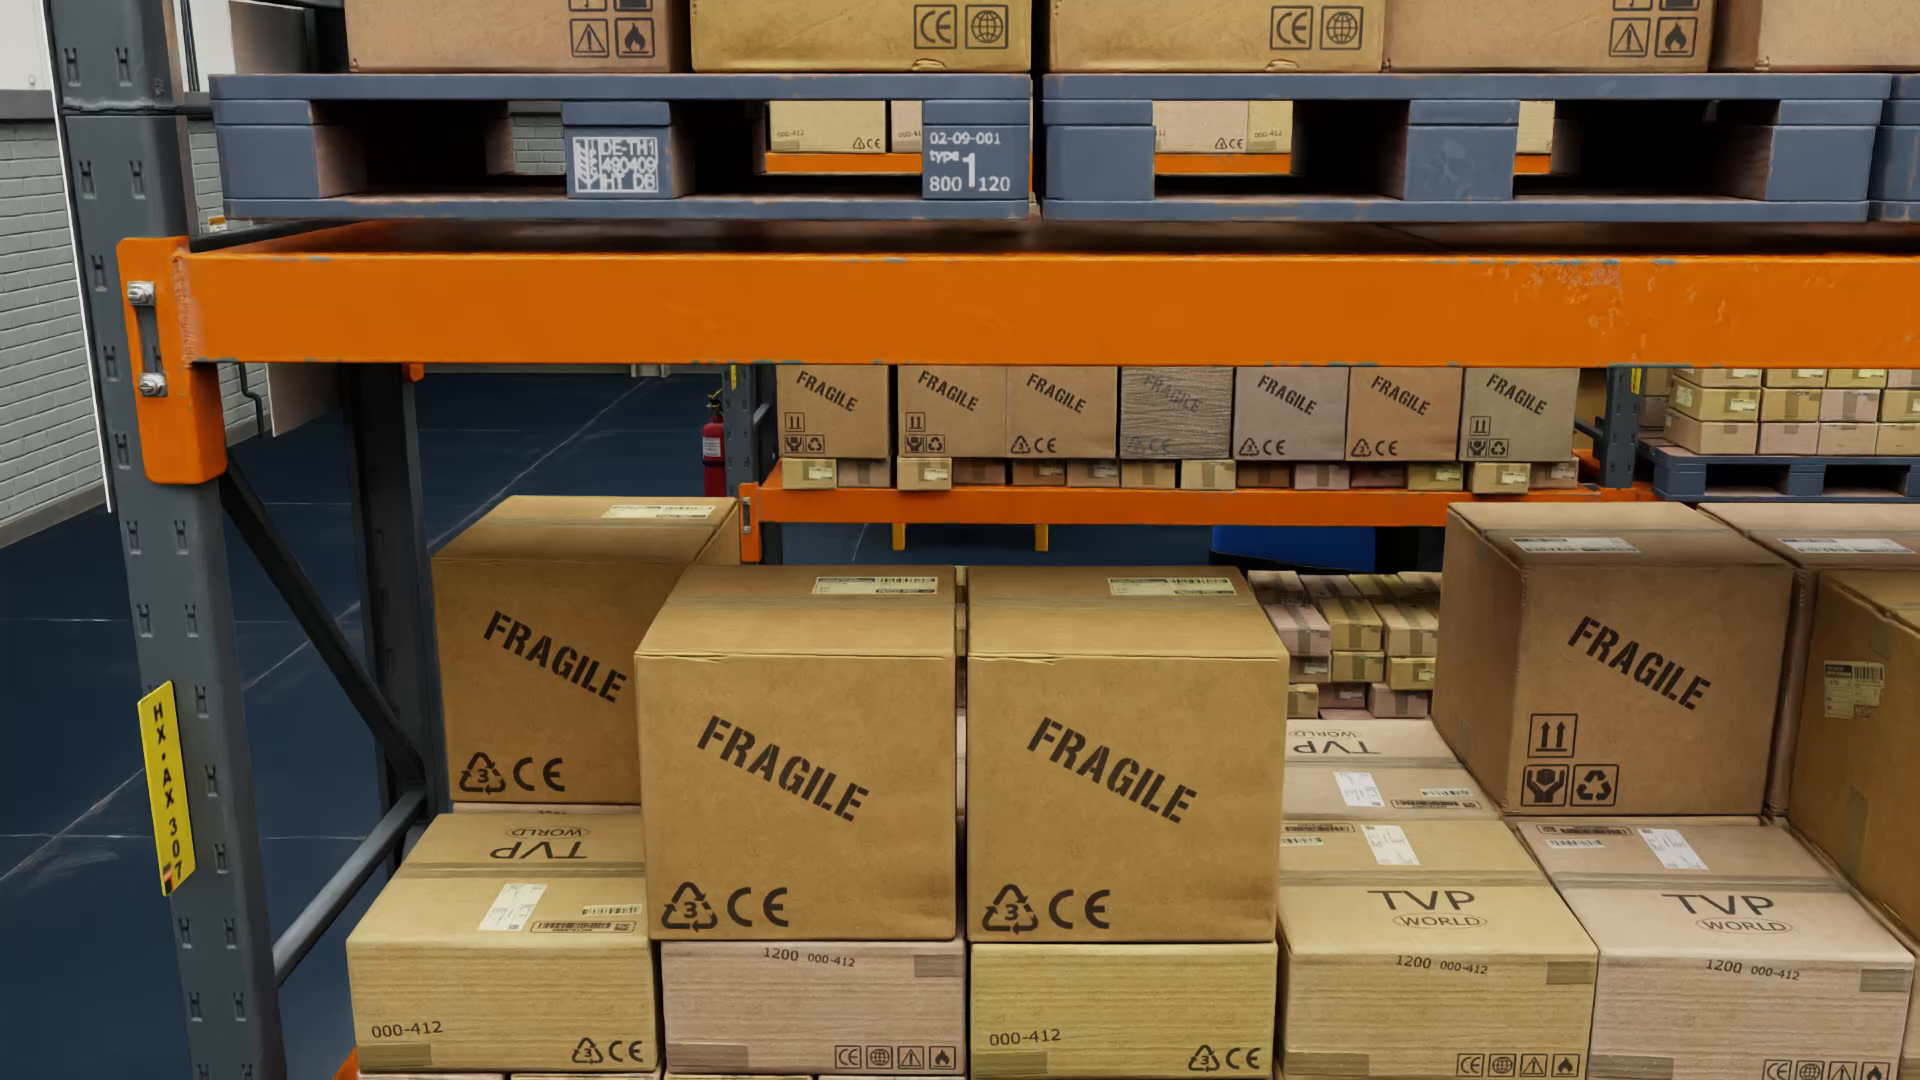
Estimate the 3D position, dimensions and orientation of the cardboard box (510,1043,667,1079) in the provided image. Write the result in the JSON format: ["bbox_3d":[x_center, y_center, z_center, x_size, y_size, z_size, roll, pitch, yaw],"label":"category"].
[{"bbox_3d":[-0.627,0.917,2.978,0.250,0.149,0.380,0,15,1],"label":"cardboard box"}]

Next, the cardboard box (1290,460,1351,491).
[{"bbox_3d":[1.650,-0.345,7.758,0.250,0.149,0.380,0,15,-1],"label":"cardboard box"}]

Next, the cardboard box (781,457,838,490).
[{"bbox_3d":[-0.686,-0.350,7.778,0.250,0.149,0.380,0,15,1],"label":"cardboard box"}]

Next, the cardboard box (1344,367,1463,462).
[{"bbox_3d":[1.987,-0.658,7.674,0.500,0.500,0.500,0,15,0],"label":"cardboard box"}]

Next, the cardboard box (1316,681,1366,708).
[{"bbox_3d":[1.812,0.688,8.118,0.250,0.149,0.380,0,15,0],"label":"cardboard box"}]

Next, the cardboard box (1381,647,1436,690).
[{"bbox_3d":[2.135,0.584,7.929,0.250,0.149,0.380,0,15,-1],"label":"cardboard box"}]

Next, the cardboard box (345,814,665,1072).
[{"bbox_3d":[-0.757,0.708,2.987,0.500,0.250,0.500,0,15,0],"label":"cardboard box"}]

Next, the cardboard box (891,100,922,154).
[{"bbox_3d":[-0.033,-1.862,7.432,0.500,0.250,0.500,1,15,3],"label":"cardboard box"}]

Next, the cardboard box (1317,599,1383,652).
[{"bbox_3d":[1.872,0.408,8.012,0.250,0.149,0.380,1,15,3],"label":"cardboard box"}]

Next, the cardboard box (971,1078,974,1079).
[{"bbox_3d":[0.144,0.921,2.960,0.250,0.149,0.380,0,15,0],"label":"cardboard box"}]

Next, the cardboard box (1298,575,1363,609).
[{"bbox_3d":[1.869,0.300,8.422,0.250,0.149,0.380,0,15,0],"label":"cardboard box"}]

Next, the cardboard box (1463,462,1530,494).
[{"bbox_3d":[2.445,-0.325,7.686,0.250,0.149,0.380,0,15,0],"label":"cardboard box"}]

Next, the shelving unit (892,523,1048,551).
[{"bbox_3d":[0.076,-0.725,11.647,1.083,1.500,0.587,0,15,1],"label":"shelving unit"}]

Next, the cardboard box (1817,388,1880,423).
[{"bbox_3d":[3.896,-0.634,7.448,0.250,0.149,0.380,1,15,3],"label":"cardboard box"}]

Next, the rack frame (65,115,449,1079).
[{"bbox_3d":[-1.230,0.707,3.279,0.127,3.000,1.000,0,15,1],"label":"rack frame"}]

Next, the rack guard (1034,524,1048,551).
[{"bbox_3d":[0.574,-0.117,11.794,0.087,0.250,0.587,0,15,1],"label":"rack guard"}]

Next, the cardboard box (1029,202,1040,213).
[{"bbox_3d":[0.528,-2.273,12.419,0.500,0.500,0.500,0,15,1],"label":"cardboard box"}]

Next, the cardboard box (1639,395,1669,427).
[{"bbox_3d":[3.399,-0.660,8.132,0.250,0.149,0.380,0,15,0],"label":"cardboard box"}]

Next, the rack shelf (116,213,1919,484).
[{"bbox_3d":[0.770,-0.382,2.939,4.000,0.370,1.077,0,15,1],"label":"rack shelf"}]

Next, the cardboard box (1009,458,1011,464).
[{"bbox_3d":[0.348,-0.491,8.315,0.250,0.149,0.380,0,15,-1],"label":"cardboard box"}]

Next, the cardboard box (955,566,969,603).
[{"bbox_3d":[0.046,0.255,8.592,0.250,0.149,0.380,0,15,0],"label":"cardboard box"}]

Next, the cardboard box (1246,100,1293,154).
[{"bbox_3d":[1.493,-1.852,7.395,0.500,0.250,0.500,0,15,1],"label":"cardboard box"}]

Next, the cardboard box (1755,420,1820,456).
[{"bbox_3d":[3.656,-0.492,7.495,0.250,0.149,0.380,1,15,2],"label":"cardboard box"}]

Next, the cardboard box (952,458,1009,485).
[{"bbox_3d":[0.099,-0.376,7.879,0.250,0.149,0.380,1,15,4],"label":"cardboard box"}]

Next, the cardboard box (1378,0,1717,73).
[{"bbox_3d":[0.929,-1.051,2.847,0.500,0.500,0.700,1,15,4],"label":"cardboard box"}]

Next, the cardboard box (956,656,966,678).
[{"bbox_3d":[0.035,0.539,8.100,0.250,0.149,0.380,1,15,2],"label":"cardboard box"}]

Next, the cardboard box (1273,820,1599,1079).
[{"bbox_3d":[0.787,0.716,2.957,0.500,0.250,0.500,0,15,0],"label":"cardboard box"}]

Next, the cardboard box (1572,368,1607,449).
[{"bbox_3d":[4.547,-0.982,13.024,0.875,0.875,0.875,1,15,3],"label":"cardboard box"}]

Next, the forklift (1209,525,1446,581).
[{"bbox_3d":[3.103,-0.980,9.807,3.031,2.935,1.130,8,17,28],"label":"forklift"}]

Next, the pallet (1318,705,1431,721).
[{"bbox_3d":[2.325,0.822,8.310,1.213,0.211,1.003,0,15,1],"label":"pallet"}]

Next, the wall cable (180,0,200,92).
[{"bbox_3d":[-6.539,-5.606,15.375,0.133,3.039,2.988,0,15,1],"label":"wall cable"}]

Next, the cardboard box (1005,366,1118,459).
[{"bbox_3d":[0.465,-0.672,7.729,0.500,0.500,0.500,1,15,2],"label":"cardboard box"}]

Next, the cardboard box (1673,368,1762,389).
[{"bbox_3d":[3.379,-0.780,7.420,0.250,0.149,0.380,1,15,4],"label":"cardboard box"}]

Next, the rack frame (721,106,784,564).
[{"bbox_3d":[-1.002,-0.557,8.071,0.127,3.000,1.000,0,15,1],"label":"rack frame"}]

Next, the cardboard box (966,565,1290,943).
[{"bbox_3d":[0.261,0.351,2.872,0.500,0.500,0.500,0,15,0],"label":"cardboard box"}]

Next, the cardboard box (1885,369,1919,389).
[{"bbox_3d":[4.163,-0.775,7.402,0.250,0.149,0.380,0,15,1],"label":"cardboard box"}]

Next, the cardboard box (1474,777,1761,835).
[{"bbox_3d":[1.291,0.586,3.451,0.500,0.250,0.500,1,15,3],"label":"cardboard box"}]

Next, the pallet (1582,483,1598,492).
[{"bbox_3d":[5.018,-0.453,13.141,1.213,0.211,1.003,0,15,1],"label":"pallet"}]

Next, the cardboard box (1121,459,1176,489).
[{"bbox_3d":[0.874,-0.353,7.789,0.250,0.149,0.380,1,15,3],"label":"cardboard box"}]

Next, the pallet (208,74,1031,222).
[{"bbox_3d":[-0.488,-0.698,2.899,1.213,0.211,1.003,0,15,1],"label":"pallet"}]

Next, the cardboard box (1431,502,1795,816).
[{"bbox_3d":[1.284,0.224,3.353,0.500,0.500,0.500,0,15,0],"label":"cardboard box"}]

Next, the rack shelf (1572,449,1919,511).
[{"bbox_3d":[4.996,-0.170,8.014,4.000,0.370,1.077,0,15,1],"label":"rack shelf"}]

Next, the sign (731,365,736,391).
[{"bbox_3d":[-1.016,-0.837,7.436,0.005,0.325,0.100,0,15,1],"label":"sign"}]

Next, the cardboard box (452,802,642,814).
[{"bbox_3d":[-0.738,0.571,3.505,0.500,0.250,0.500,0,15,1],"label":"cardboard box"}]

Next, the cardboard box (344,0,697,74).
[{"bbox_3d":[-0.708,-1.053,2.856,0.500,0.500,0.700,-1,15,-2],"label":"cardboard box"}]
